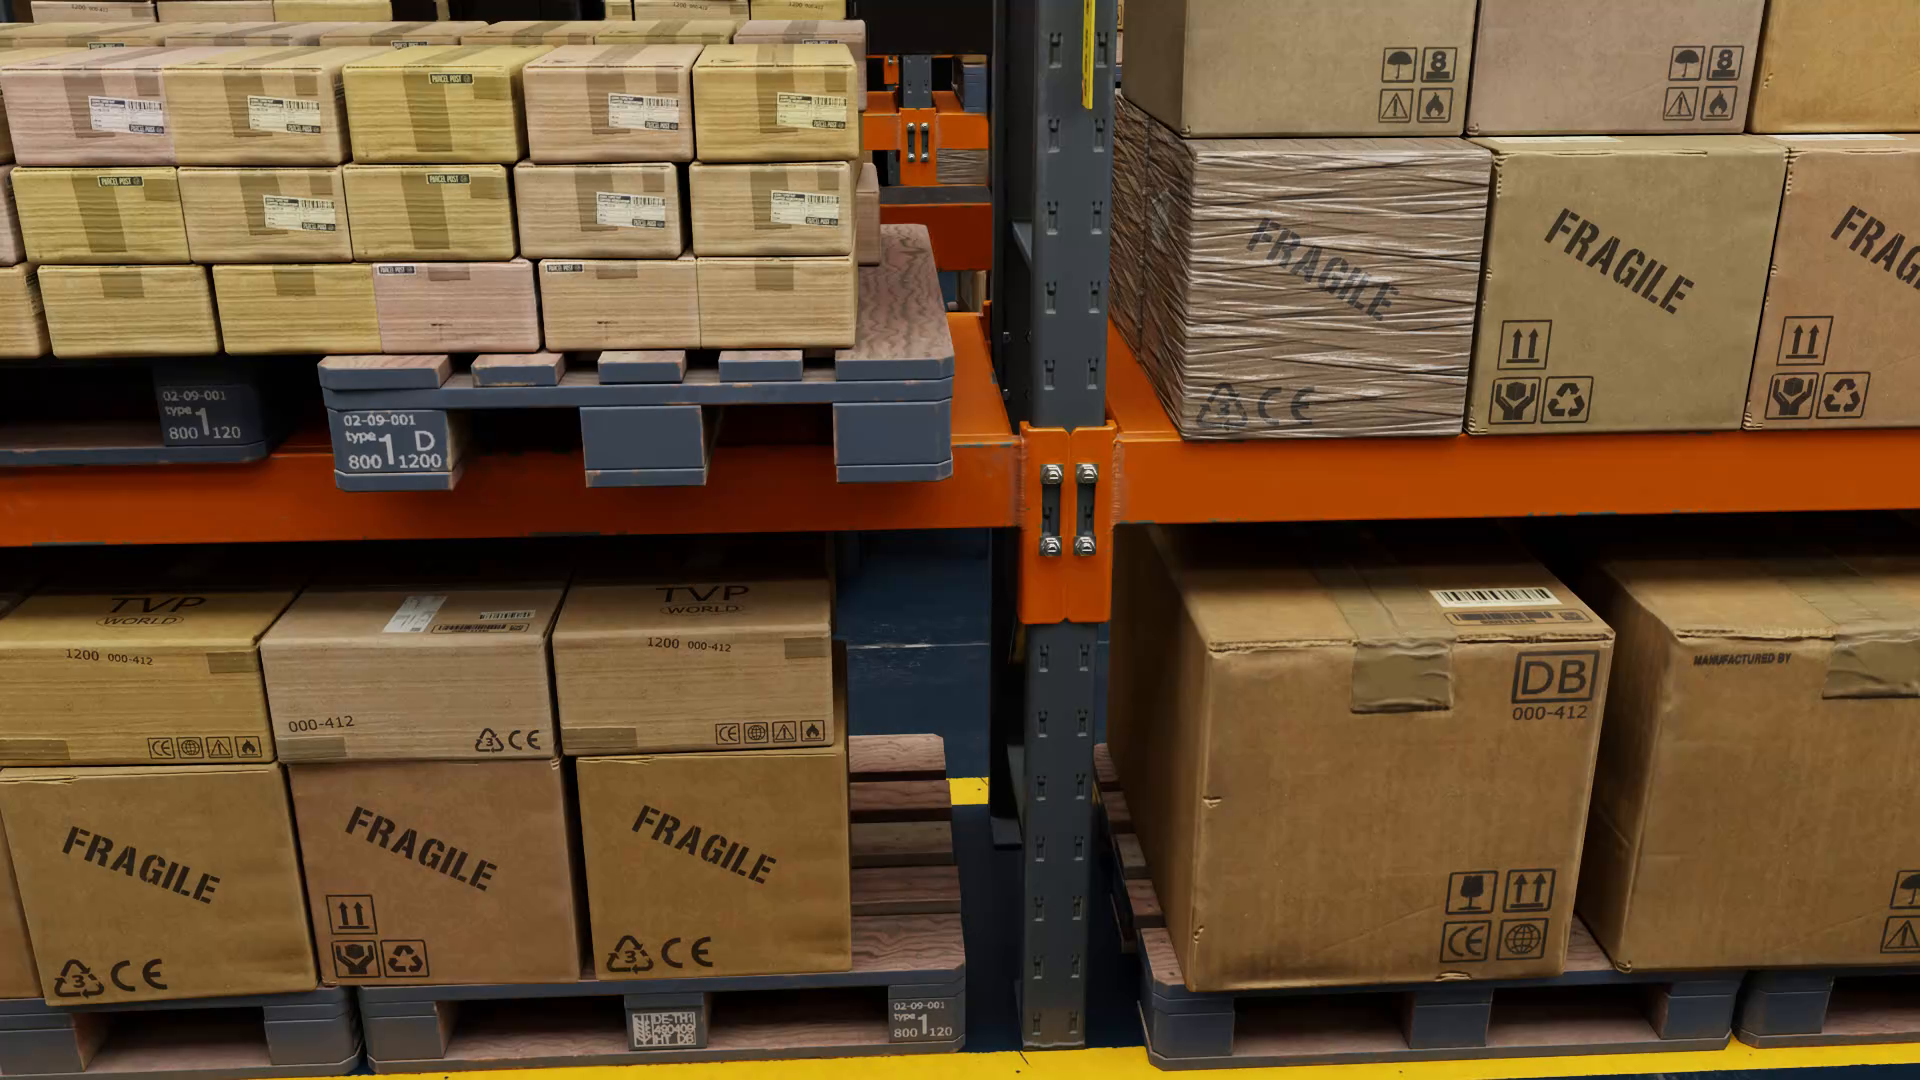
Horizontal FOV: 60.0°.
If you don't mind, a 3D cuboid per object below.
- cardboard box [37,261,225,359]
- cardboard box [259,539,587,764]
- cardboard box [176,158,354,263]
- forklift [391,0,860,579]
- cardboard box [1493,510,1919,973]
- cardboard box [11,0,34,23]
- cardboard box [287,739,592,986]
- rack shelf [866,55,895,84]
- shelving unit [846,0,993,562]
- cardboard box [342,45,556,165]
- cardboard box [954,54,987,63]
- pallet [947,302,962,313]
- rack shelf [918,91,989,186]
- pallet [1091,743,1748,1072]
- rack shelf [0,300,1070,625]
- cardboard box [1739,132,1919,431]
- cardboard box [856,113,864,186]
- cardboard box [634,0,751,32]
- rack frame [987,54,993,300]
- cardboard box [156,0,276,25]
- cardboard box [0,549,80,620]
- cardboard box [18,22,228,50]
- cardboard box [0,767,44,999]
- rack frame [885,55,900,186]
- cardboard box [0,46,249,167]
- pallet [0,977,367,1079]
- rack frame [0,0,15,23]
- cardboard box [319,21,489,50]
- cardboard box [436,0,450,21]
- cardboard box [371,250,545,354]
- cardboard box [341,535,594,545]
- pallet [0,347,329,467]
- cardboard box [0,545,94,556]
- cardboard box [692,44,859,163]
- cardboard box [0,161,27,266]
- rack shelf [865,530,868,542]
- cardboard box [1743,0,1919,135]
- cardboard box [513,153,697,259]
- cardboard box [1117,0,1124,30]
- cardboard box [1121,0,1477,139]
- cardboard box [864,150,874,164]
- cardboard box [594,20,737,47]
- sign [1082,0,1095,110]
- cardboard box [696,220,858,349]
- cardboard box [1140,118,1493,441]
[{"bbox_3d":[-1.325,-0.425,2.784,0.250,0.149,0.380,-2,21,-5],"label":"cardboard box"},{"bbox_3d":[-1.008,0.204,3.239,0.500,0.250,0.500,-1,21,-2],"label":"cardboard box"},{"bbox_3d":[-1.082,-0.568,2.741,0.250,0.149,0.380,-1,21,-3],"label":"cardboard box"},{"bbox_3d":[-1.889,-1.307,5.435,3.031,2.935,1.130,-2,21,-5],"label":"forklift"},{"bbox_3d":[1.649,0.317,3.644,0.750,0.750,1.050,-1,21,-2],"label":"cardboard box"},{"bbox_3d":[-4.697,-2.344,7.922,0.500,0.500,0.500,0,21,-1],"label":"cardboard box"},{"bbox_3d":[-0.997,0.549,3.387,0.500,0.500,0.500,0,21,-1],"label":"cardboard box"},{"bbox_3d":[-2.504,-3.681,12.586,4.000,0.370,1.077,-1,21,-3],"label":"rack shelf"},{"bbox_3d":[-0.117,-0.982,5.749,0.503,2.100,0.431,-2,21,-5],"label":"shelving unit"},{"bbox_3d":[-0.812,-0.713,2.705,0.250,0.149,0.380,-1,21,-1],"label":"cardboard box"},{"bbox_3d":[0.115,-2.315,7.747,0.250,0.149,0.380,-2,21,-6],"label":"cardboard box"},{"bbox_3d":[0.560,-1.007,8.470,1.213,0.211,1.003,-1,21,-3],"label":"pallet"},{"bbox_3d":[1.777,-2.000,8.168,4.000,0.370,1.077,-1,21,-3],"label":"rack shelf"},{"bbox_3d":[0.955,0.775,3.788,1.213,0.211,1.003,-1,21,-3],"label":"pallet"},{"bbox_3d":[-1.833,-0.162,3.342,4.000,0.370,1.077,-1,21,-3],"label":"rack shelf"},{"bbox_3d":[1.638,-0.520,3.131,0.500,0.500,0.500,-1,21,-3],"label":"cardboard box"},{"bbox_3d":[-0.330,-0.818,3.399,0.250,0.149,0.380,0,21,-1],"label":"cardboard box"},{"bbox_3d":[-1.201,-2.347,7.577,0.500,0.250,0.500,-2,21,-4],"label":"cardboard box"},{"bbox_3d":[0.126,-0.990,5.771,0.015,2.100,0.400,-2,21,-5],"label":"rack frame"},{"bbox_3d":[-3.239,-2.307,7.472,0.500,0.250,0.500,-1,21,-2],"label":"cardboard box"},{"bbox_3d":[-2.036,0.222,3.190,0.500,0.250,0.500,0,21,-1],"label":"cardboard box"},{"bbox_3d":[-1.621,-0.928,3.269,0.250,0.149,0.380,-1,21,-1],"label":"cardboard box"},{"bbox_3d":[-2.027,0.567,3.339,0.500,0.500,0.500,-1,21,-2],"label":"cardboard box"},{"bbox_3d":[-0.507,-4.058,12.565,0.127,3.000,1.000,-1,21,-3],"label":"rack frame"},{"bbox_3d":[-1.319,-0.704,2.680,0.250,0.149,0.380,-1,21,-3],"label":"cardboard box"},{"bbox_3d":[-1.832,0.803,3.714,1.213,0.211,1.003,-1,21,-3],"label":"pallet"},{"bbox_3d":[-4.213,-2.214,7.720,0.127,3.000,1.000,-1,21,-3],"label":"rack frame"},{"bbox_3d":[-1.087,-0.940,3.301,0.250,0.149,0.380,-2,21,-5],"label":"cardboard box"},{"bbox_3d":[-2.229,-2.319,7.503,0.500,0.250,0.500,-2,21,-5],"label":"cardboard box"},{"bbox_3d":[-0.808,-0.435,2.809,0.250,0.149,0.380,-1,21,-2],"label":"cardboard box"},{"bbox_3d":[-1.045,0.021,3.719,0.500,0.250,0.500,-1,21,-4],"label":"cardboard box"},{"bbox_3d":[-1.810,-0.394,3.211,1.213,0.211,1.003,-1,21,-3],"label":"pallet"},{"bbox_3d":[-2.060,0.038,3.676,0.500,0.250,0.500,-2,21,-5],"label":"cardboard box"},{"bbox_3d":[-0.300,-0.723,2.731,0.250,0.149,0.380,-2,21,-5],"label":"cardboard box"},{"bbox_3d":[-1.591,-0.558,2.715,0.250,0.149,0.380,-1,21,-2],"label":"cardboard box"},{"bbox_3d":[-0.117,-0.315,6.003,0.480,0.518,0.431,-2,21,-5],"label":"rack shelf"},{"bbox_3d":[1.629,-1.080,3.197,0.500,0.500,0.700,-1,21,-4],"label":"cardboard box"},{"bbox_3d":[-0.570,-0.579,2.770,0.250,0.149,0.380,0,21,-1],"label":"cardboard box"},{"bbox_3d":[0.762,-2.617,7.630,0.500,0.500,0.500,0,21,0],"label":"cardboard box"},{"bbox_3d":[0.612,-1.058,3.139,0.500,0.500,0.700,-1,21,-3],"label":"cardboard box"},{"bbox_3d":[-0.917,-3.001,12.711,0.500,0.500,0.500,-1,21,-1],"label":"cardboard box"},{"bbox_3d":[-0.577,-0.949,3.324,0.250,0.149,0.380,-2,21,-5],"label":"cardboard box"},{"bbox_3d":[0.204,-0.850,2.623,0.005,0.325,0.100,-1,21,-3],"label":"sign"},{"bbox_3d":[-0.303,-0.444,2.835,0.250,0.149,0.380,-1,21,-2],"label":"cardboard box"},{"bbox_3d":[0.627,-0.499,3.075,0.500,0.500,0.500,-1,21,-2],"label":"cardboard box"}]
